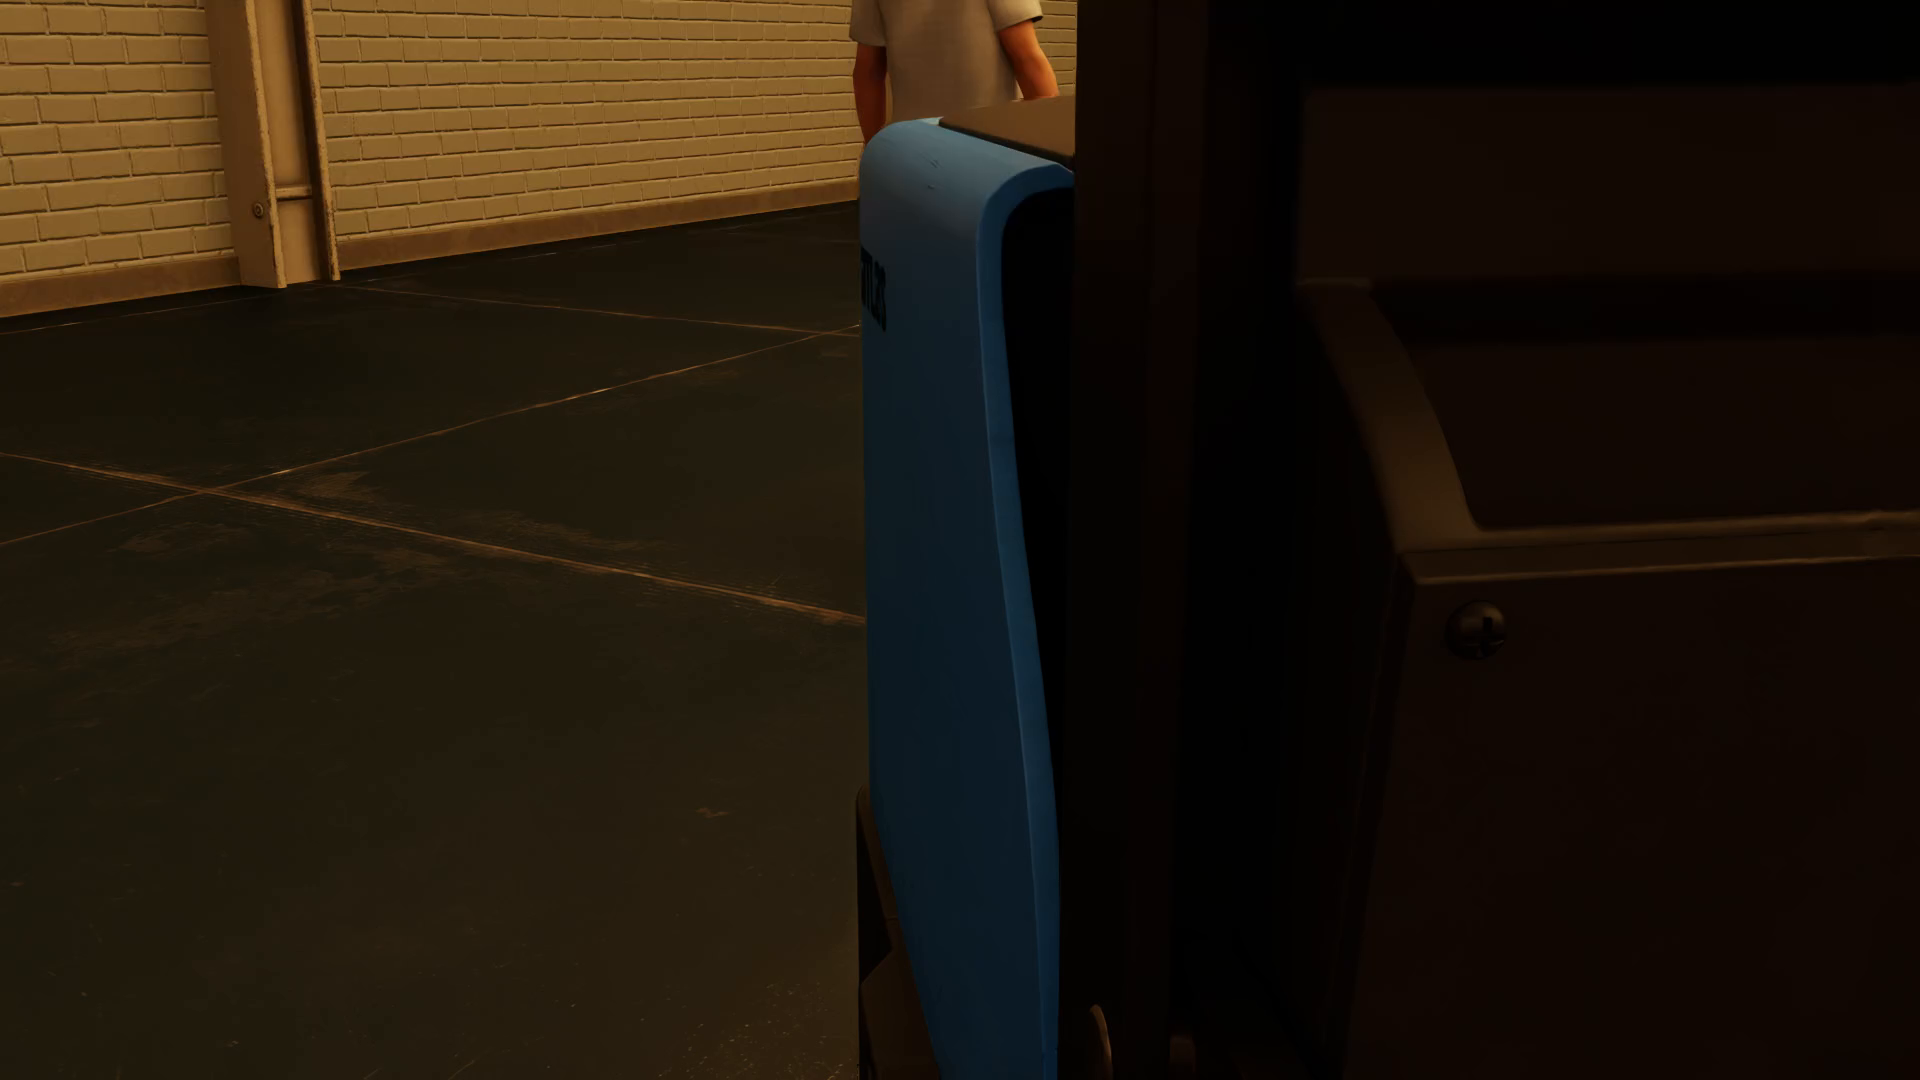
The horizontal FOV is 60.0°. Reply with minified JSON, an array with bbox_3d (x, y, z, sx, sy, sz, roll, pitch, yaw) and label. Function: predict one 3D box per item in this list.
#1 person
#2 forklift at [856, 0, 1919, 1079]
[{"bbox_3d":[0.048,-0.827,3.857,0.550,1.673,0.548,9,19,28],"label":"person"},{"bbox_3d":[0.628,-0.437,0.335,1.130,2.935,3.031,-3,17,-9],"label":"forklift"}]
